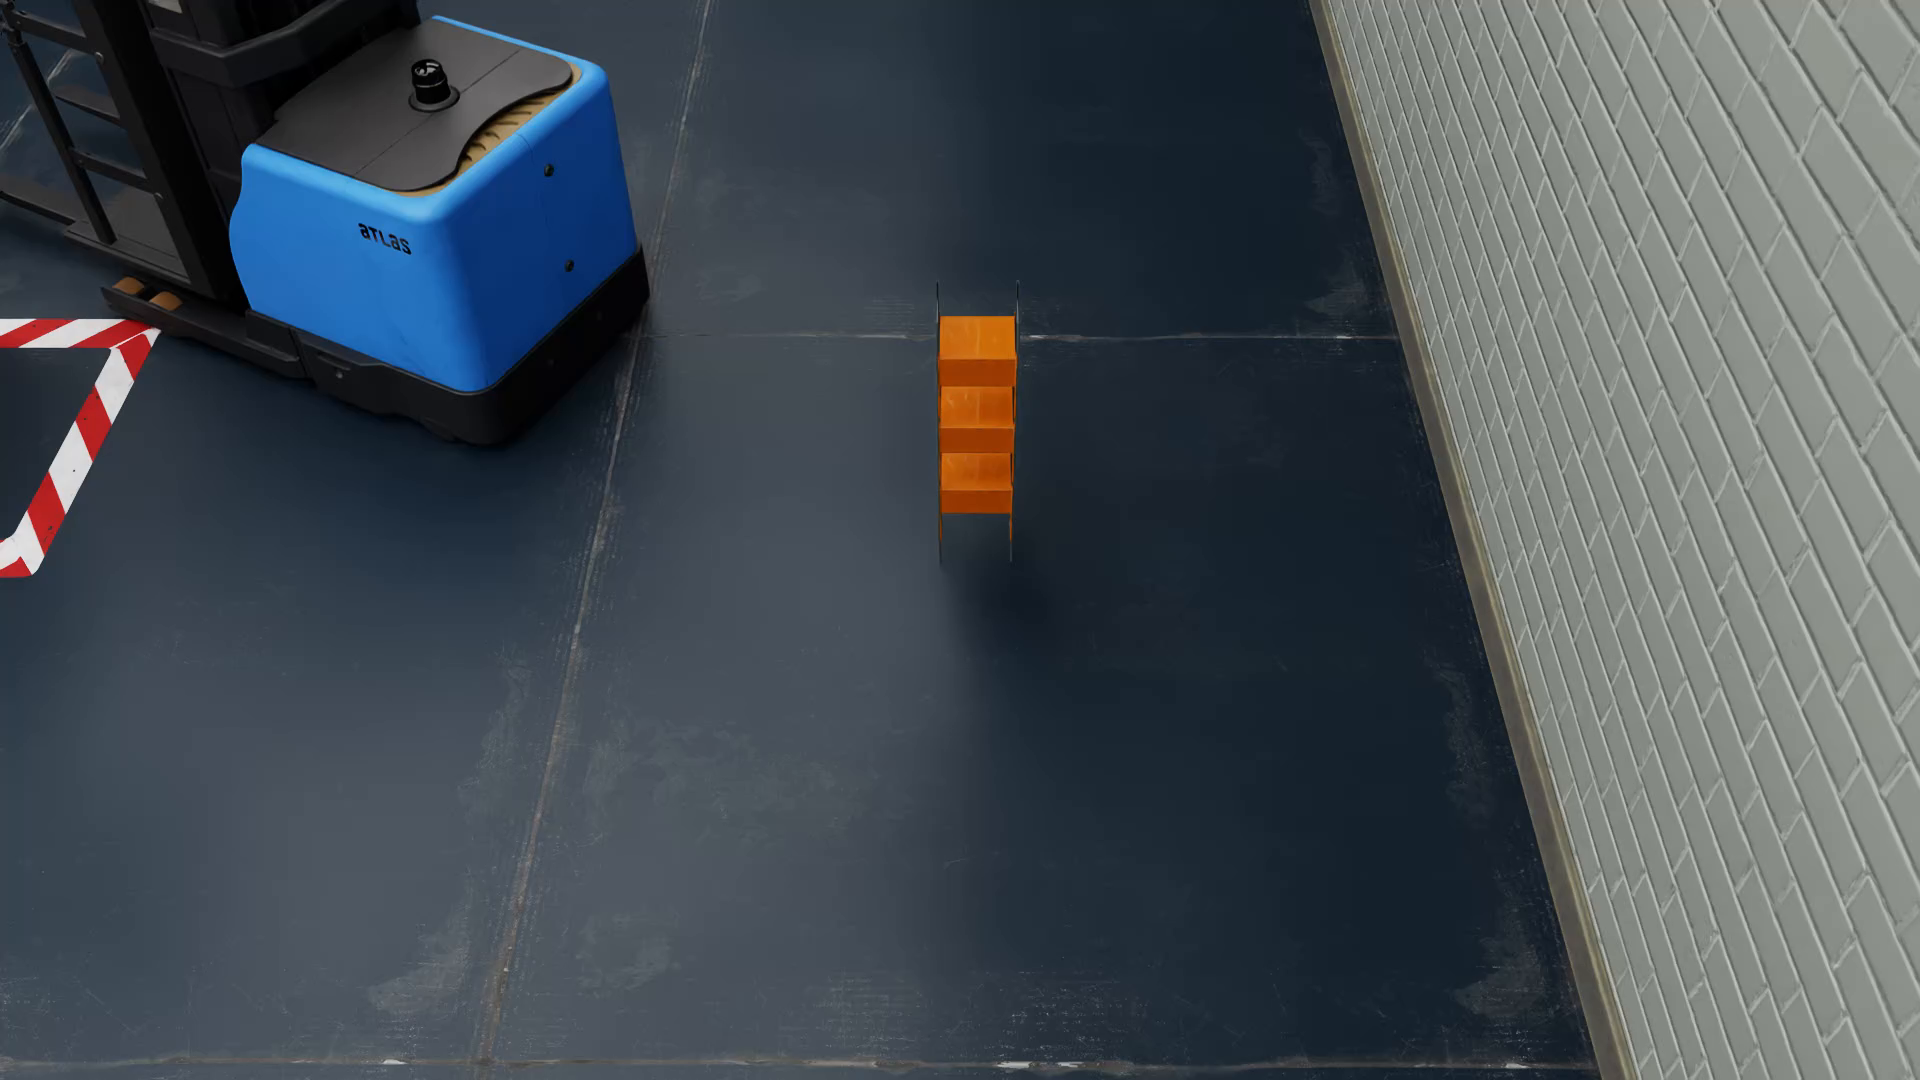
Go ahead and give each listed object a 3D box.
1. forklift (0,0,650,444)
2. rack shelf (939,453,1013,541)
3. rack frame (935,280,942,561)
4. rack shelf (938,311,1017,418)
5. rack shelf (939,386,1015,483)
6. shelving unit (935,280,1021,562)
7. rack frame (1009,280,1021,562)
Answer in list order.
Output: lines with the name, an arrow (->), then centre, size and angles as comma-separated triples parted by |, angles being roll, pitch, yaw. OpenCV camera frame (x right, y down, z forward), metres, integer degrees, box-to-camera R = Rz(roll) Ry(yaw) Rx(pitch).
forklift -> -2.769, -2.120, 5.720 | 3.031, 2.935, 1.130 | 21, 50, 18
rack shelf -> 0.054, -0.161, 5.577 | 0.240, 0.259, 0.215 | 0, 47, 0
rack frame -> -0.068, -0.358, 5.366 | 0.008, 1.050, 0.200 | 0, 47, 0
rack shelf -> 0.054, -0.544, 5.166 | 0.240, 0.259, 0.215 | 0, 47, 0
rack shelf -> 0.054, -0.350, 5.373 | 0.240, 0.259, 0.215 | 0, 47, 0
shelving unit -> 0.054, -0.358, 5.366 | 0.252, 1.050, 0.215 | 0, 47, 0
rack frame -> 0.176, -0.357, 5.365 | 0.008, 1.050, 0.200 | 0, 47, 0
